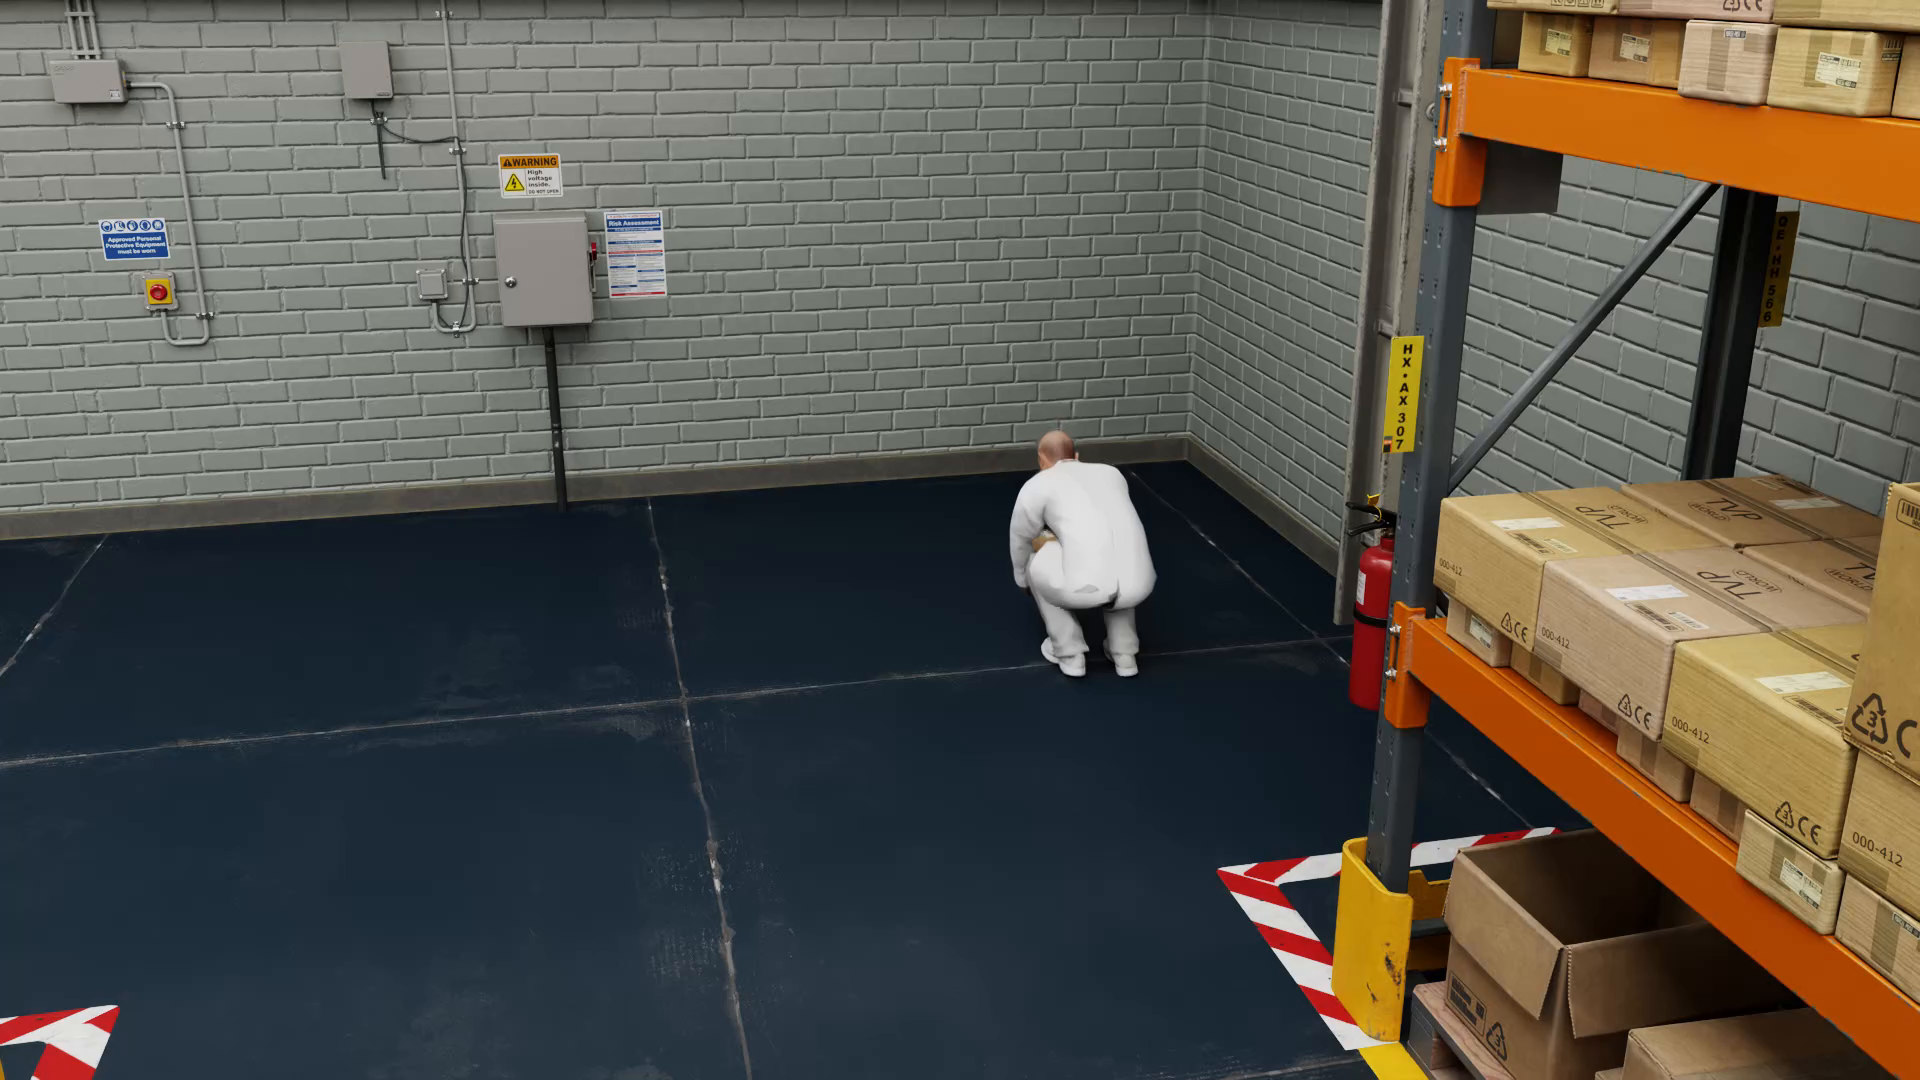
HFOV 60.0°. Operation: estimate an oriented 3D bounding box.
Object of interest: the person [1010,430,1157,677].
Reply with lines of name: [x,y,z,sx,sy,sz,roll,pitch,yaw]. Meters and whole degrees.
person: [0.554,0.059,7.587,0.611,1.010,0.912,-4,20,-13]
